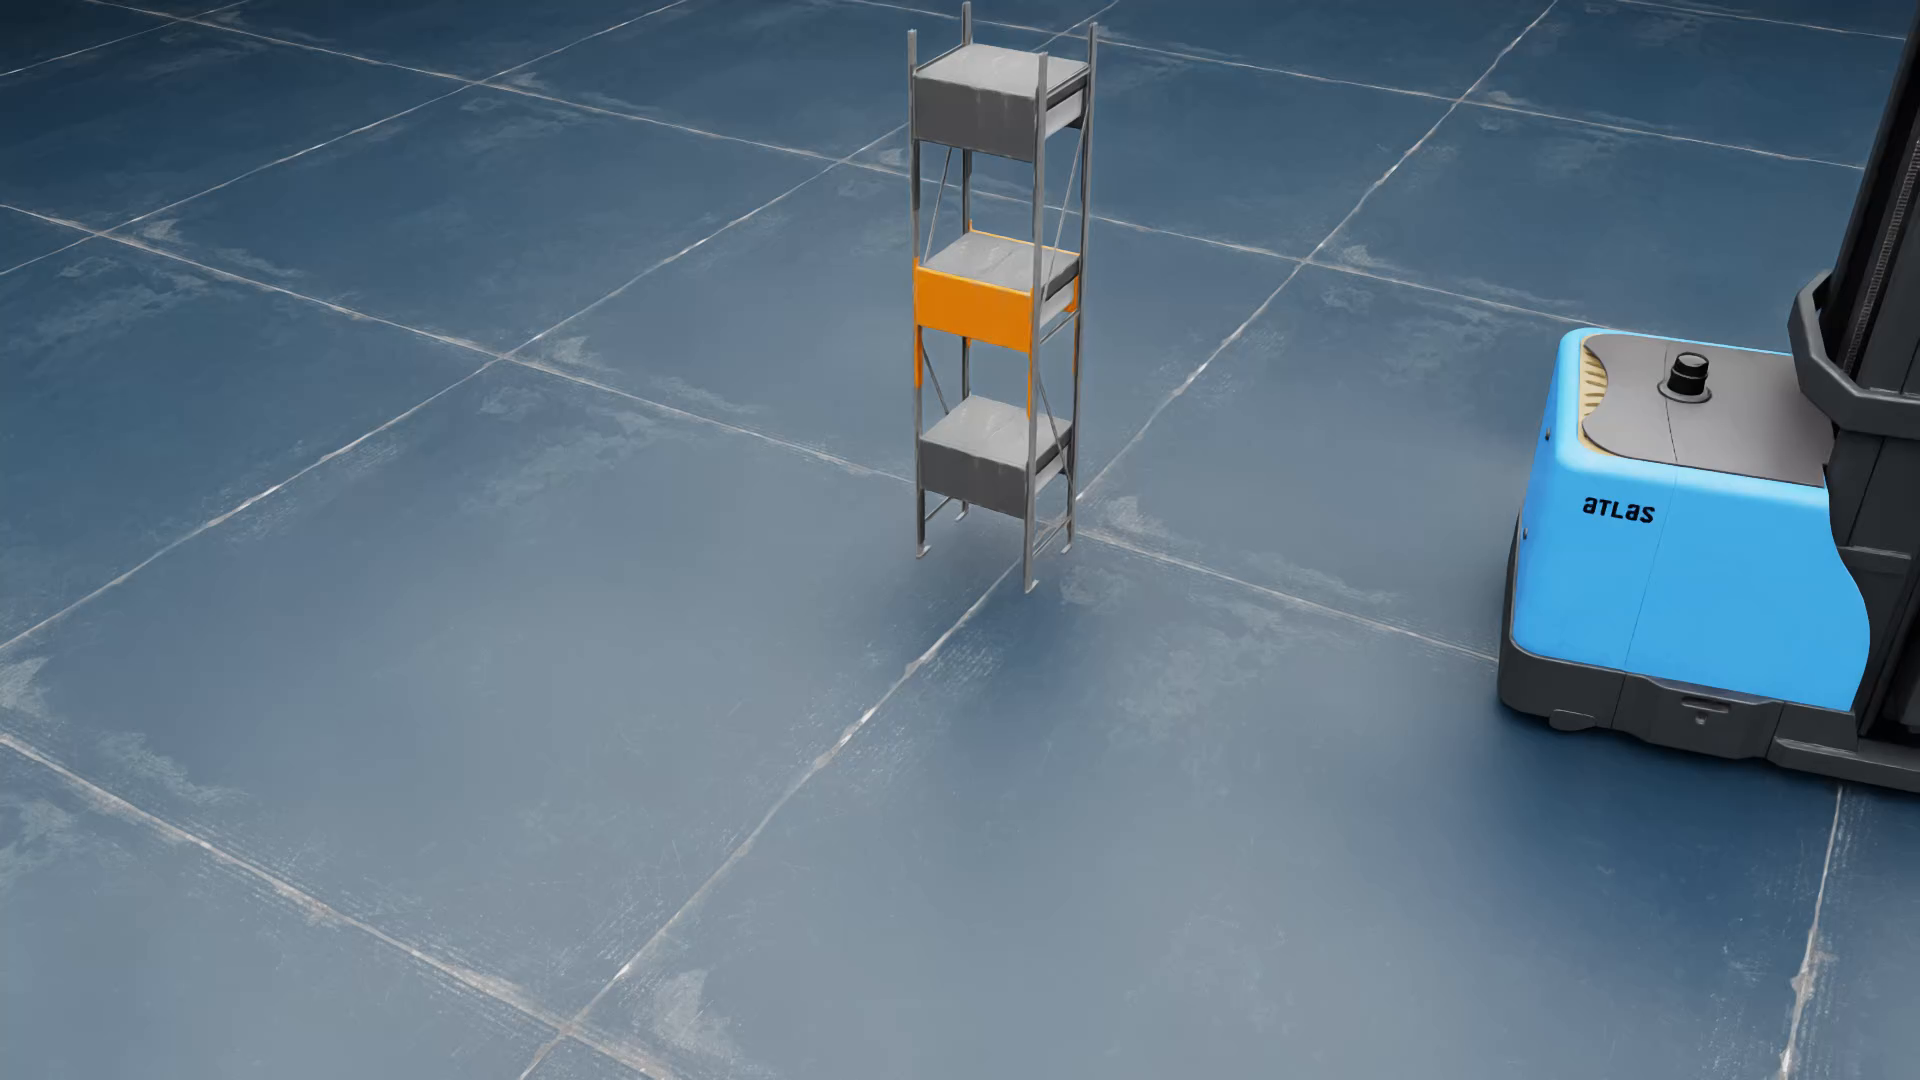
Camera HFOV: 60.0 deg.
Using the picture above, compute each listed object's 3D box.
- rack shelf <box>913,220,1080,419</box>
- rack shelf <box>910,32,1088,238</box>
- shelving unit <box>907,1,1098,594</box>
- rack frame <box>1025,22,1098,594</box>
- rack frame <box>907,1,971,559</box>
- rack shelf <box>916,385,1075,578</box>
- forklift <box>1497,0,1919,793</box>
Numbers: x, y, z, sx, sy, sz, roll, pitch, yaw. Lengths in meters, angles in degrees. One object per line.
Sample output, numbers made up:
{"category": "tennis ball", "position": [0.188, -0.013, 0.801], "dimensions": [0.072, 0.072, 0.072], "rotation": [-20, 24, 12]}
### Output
{"category": "rack shelf", "position": [0.144, -0.817, 6.107], "dimensions": [0.480, 0.518, 0.431], "rotation": [18, 37, 24]}
{"category": "rack shelf", "position": [0.144, -1.400, 5.719], "dimensions": [0.480, 0.518, 0.431], "rotation": [18, 37, 24]}
{"category": "shelving unit", "position": [0.144, -0.828, 6.100], "dimensions": [0.503, 2.100, 0.431], "rotation": [18, 37, 24]}
{"category": "rack frame", "position": [0.356, -0.761, 5.999], "dimensions": [0.015, 2.100, 0.400], "rotation": [18, 37, 24]}
{"category": "rack frame", "position": [-0.068, -0.896, 6.200], "dimensions": [0.015, 2.100, 0.400], "rotation": [18, 37, 24]}
{"category": "rack shelf", "position": [0.144, -0.234, 6.495], "dimensions": [0.480, 0.518, 0.431], "rotation": [18, 37, 24]}
{"category": "forklift", "position": [3.453, -0.599, 5.005], "dimensions": [3.031, 2.935, 1.130], "rotation": [10, 35, 15]}
